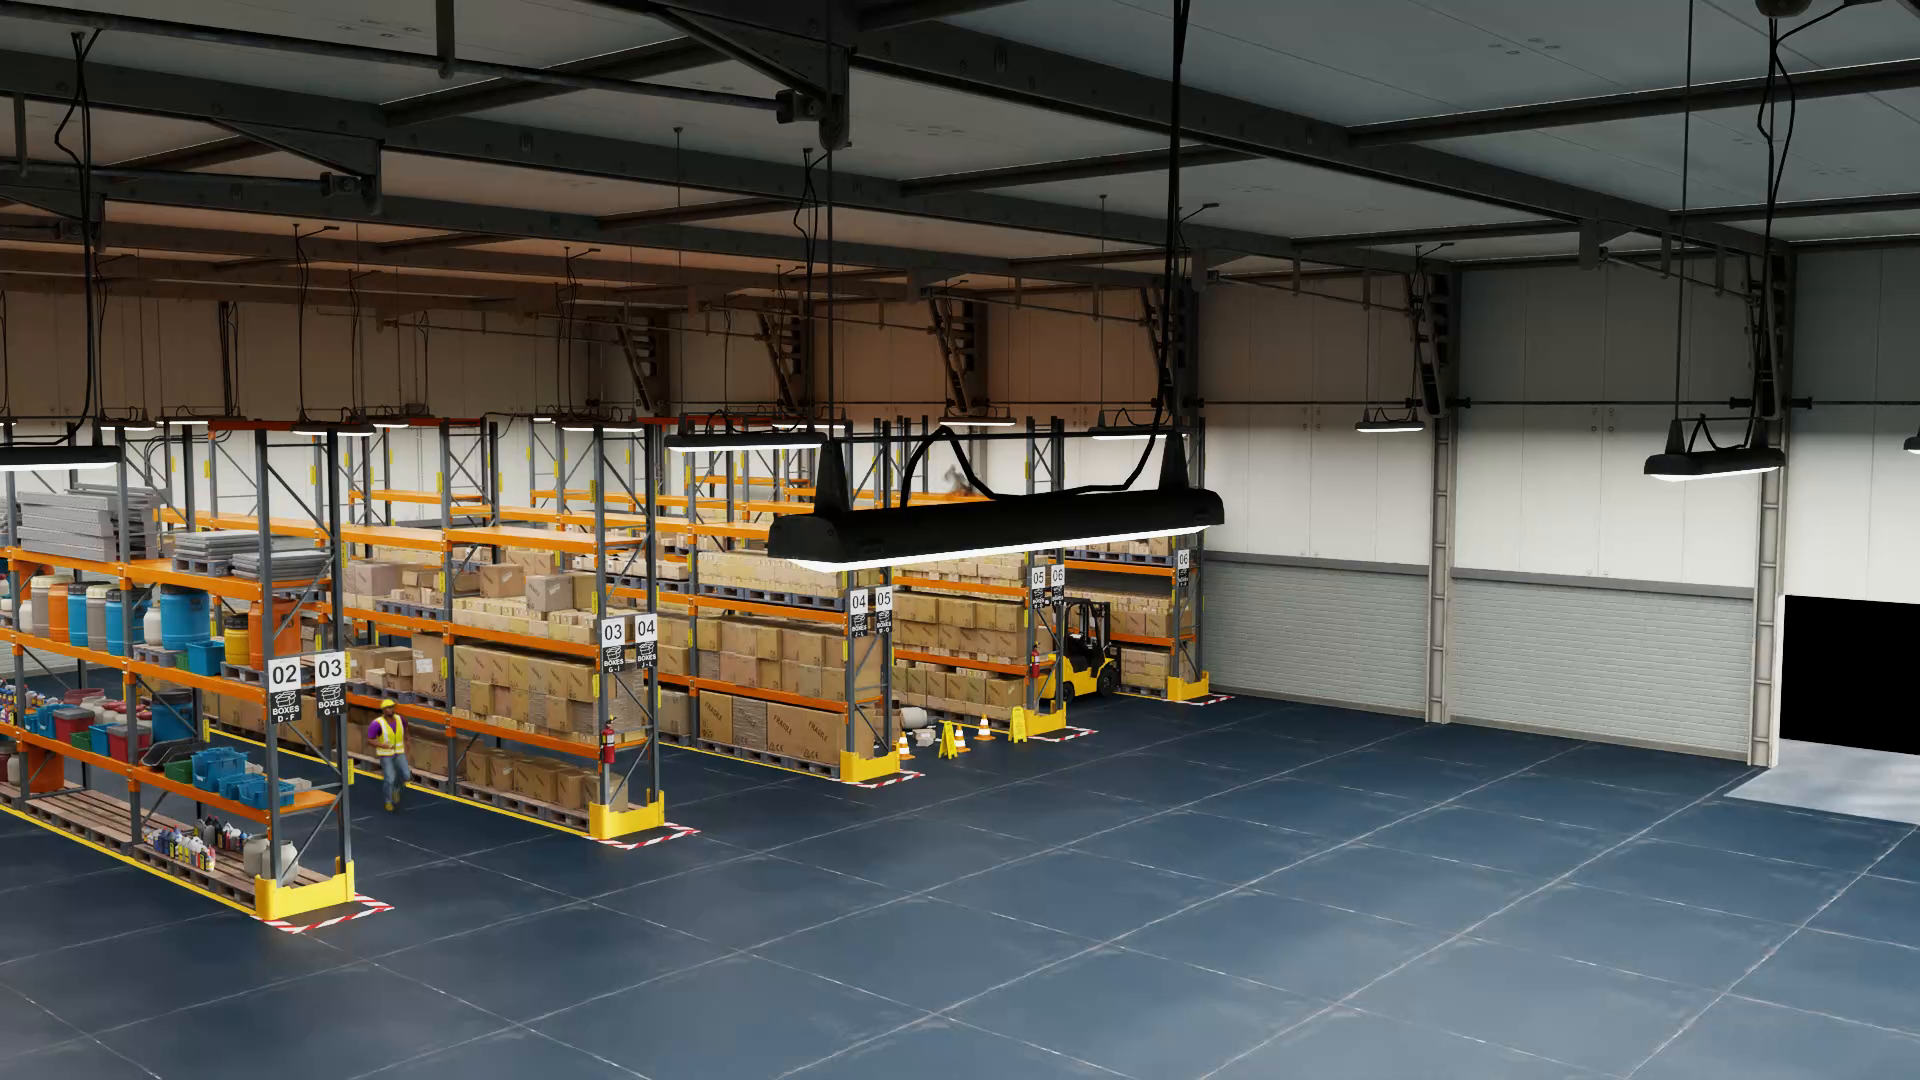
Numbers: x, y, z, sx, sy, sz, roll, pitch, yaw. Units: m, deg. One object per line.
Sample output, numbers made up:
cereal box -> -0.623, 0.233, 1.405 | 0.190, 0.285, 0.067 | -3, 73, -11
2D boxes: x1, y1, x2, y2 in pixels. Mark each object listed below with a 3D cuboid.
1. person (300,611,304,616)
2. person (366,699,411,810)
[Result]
person -> -15.120, 2.408, 37.869 | 0.698, 1.655, 0.731 | 0, 5, -5
person -> -8.792, 3.321, 25.751 | 0.558, 1.730, 0.756 | 4, 6, 43
